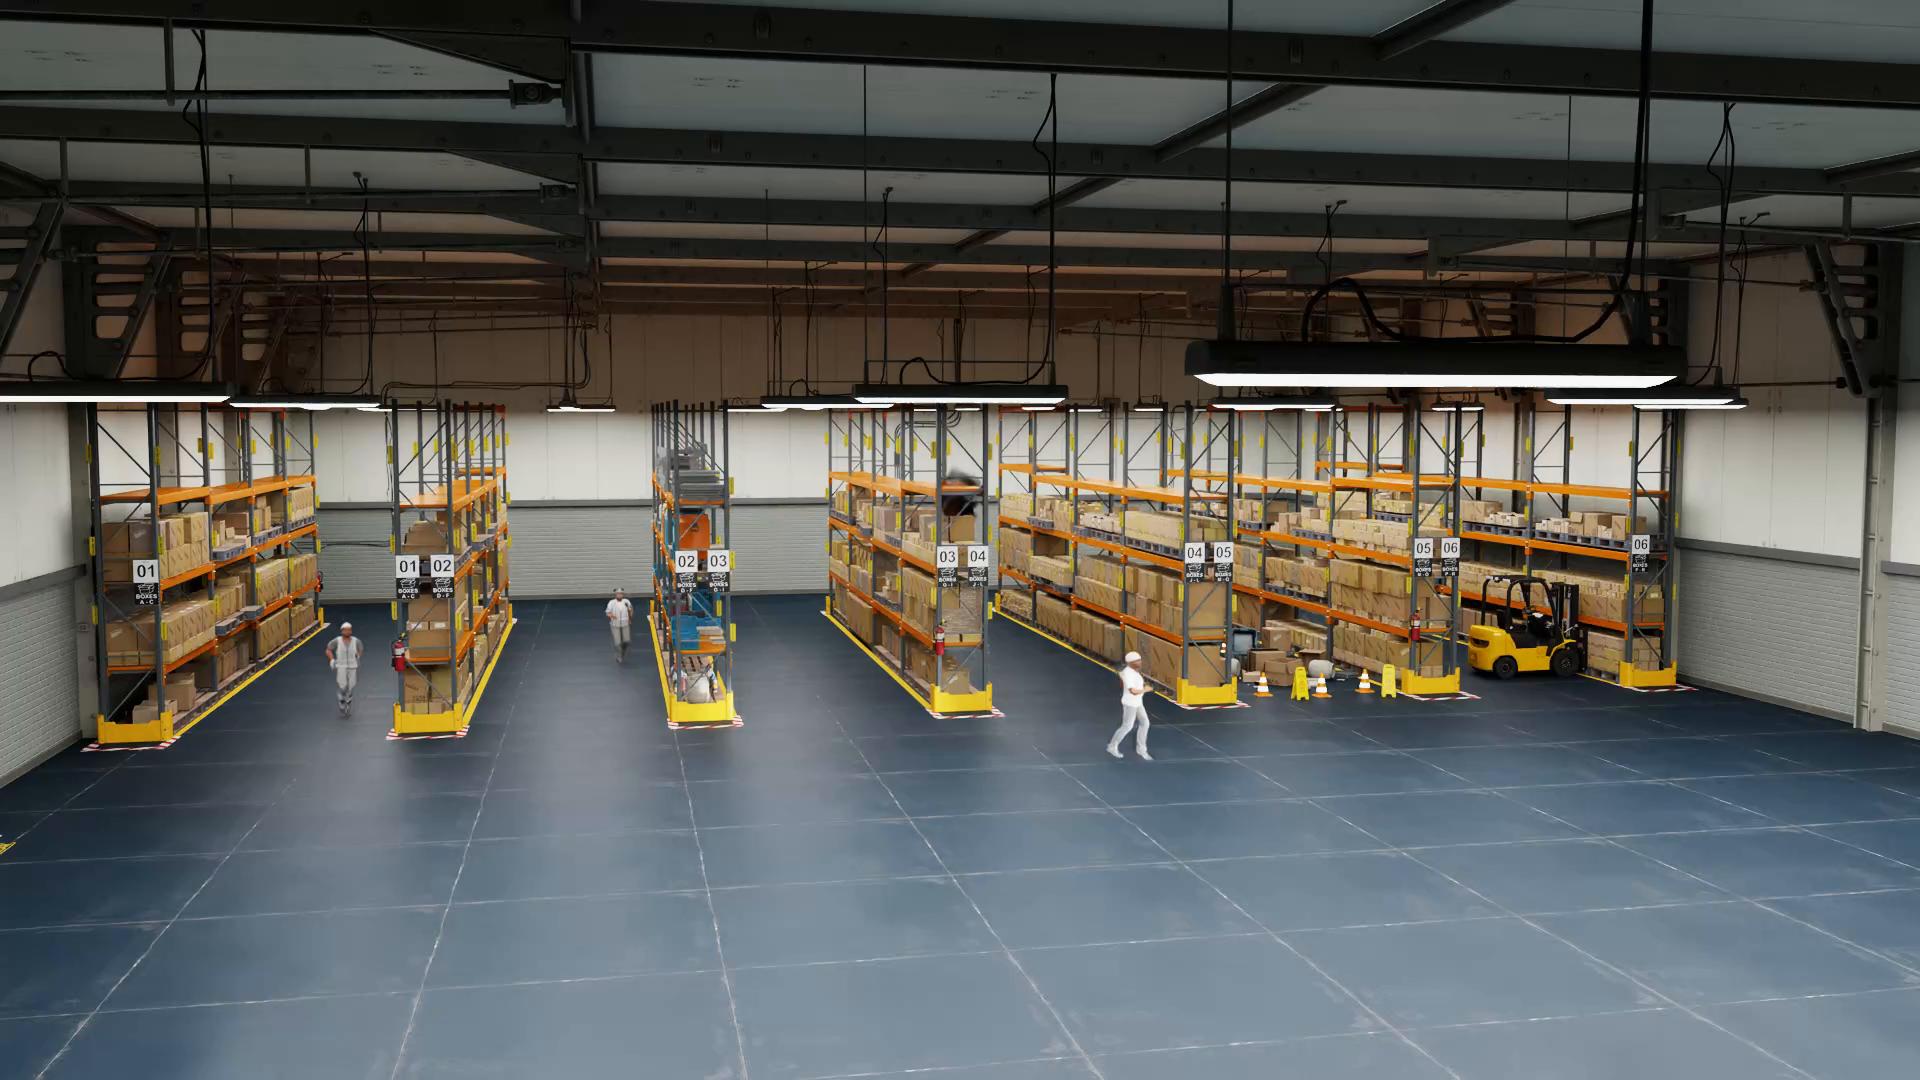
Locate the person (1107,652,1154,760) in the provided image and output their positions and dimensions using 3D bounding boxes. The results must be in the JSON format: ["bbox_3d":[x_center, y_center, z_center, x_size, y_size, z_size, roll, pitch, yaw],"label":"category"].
[{"bbox_3d":[2.834,2.761,27.542,0.787,1.834,0.720,1,4,16],"label":"person"}]

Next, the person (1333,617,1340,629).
[{"bbox_3d":[9.648,1.586,42.588,0.660,1.791,0.983,-1,4,-13],"label":"person"}]

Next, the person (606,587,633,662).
[{"bbox_3d":[-7.804,1.964,38.263,0.648,1.756,0.613,-2,5,-19],"label":"person"}]

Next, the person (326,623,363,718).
[{"bbox_3d":[-11.635,2.462,31.532,0.632,1.806,0.640,-3,5,-32],"label":"person"}]
